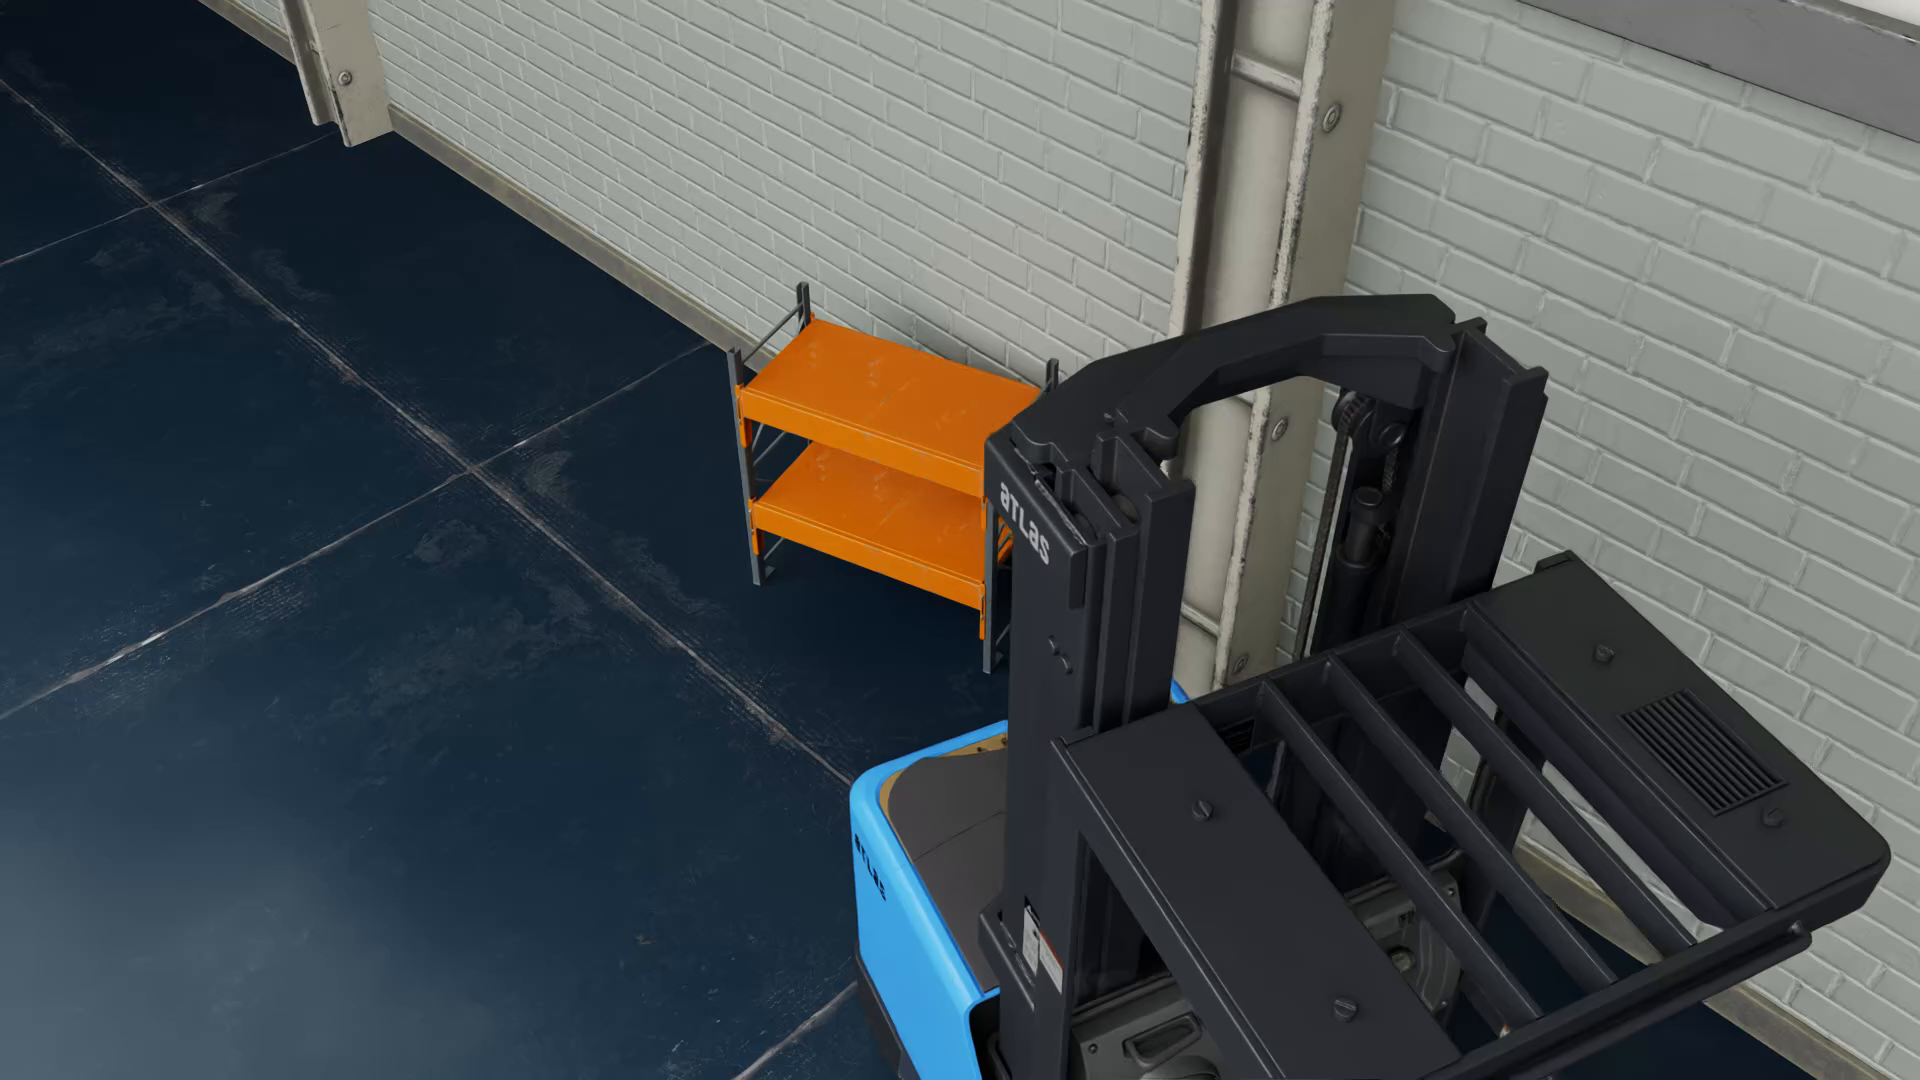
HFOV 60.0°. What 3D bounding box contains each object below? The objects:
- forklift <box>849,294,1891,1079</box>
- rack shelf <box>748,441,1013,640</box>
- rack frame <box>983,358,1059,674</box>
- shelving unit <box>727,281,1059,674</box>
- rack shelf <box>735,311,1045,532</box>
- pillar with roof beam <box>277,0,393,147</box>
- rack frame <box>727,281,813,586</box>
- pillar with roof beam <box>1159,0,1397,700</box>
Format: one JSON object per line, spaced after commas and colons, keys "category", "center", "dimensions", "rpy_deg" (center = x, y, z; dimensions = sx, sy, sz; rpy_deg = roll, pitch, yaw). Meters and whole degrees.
{"category": "forklift", "center": [0.768, 1.114, 3.385], "dimensions": [1.130, 2.935, 3.031], "rpy_deg": [-18, 46, -18]}
{"category": "rack shelf", "center": [-0.235, -0.047, 6.332], "dimensions": [1.000, 0.278, 0.538], "rpy_deg": [20, 46, 20]}
{"category": "rack frame", "center": [0.215, -0.066, 5.993], "dimensions": [0.032, 1.125, 0.500], "rpy_deg": [20, 46, 20]}
{"category": "shelving unit", "center": [-0.235, -0.226, 6.166], "dimensions": [1.048, 1.125, 0.538], "rpy_deg": [20, 46, 20]}
{"category": "rack shelf", "center": [-0.235, -0.441, 5.968], "dimensions": [1.000, 0.278, 0.538], "rpy_deg": [20, 46, 20]}
{"category": "pillar with roof beam", "center": [-6.409, -3.549, 3.960], "dimensions": [9.100, 9.000, 0.400], "rpy_deg": [-34, 53, -31]}
{"category": "rack frame", "center": [-0.685, -0.387, 6.339], "dimensions": [0.032, 1.125, 0.500], "rpy_deg": [20, 46, 20]}
{"category": "pillar with roof beam", "center": [-2.172, -0.666, 0.840], "dimensions": [9.100, 9.000, 0.400], "rpy_deg": [-34, 53, -31]}
